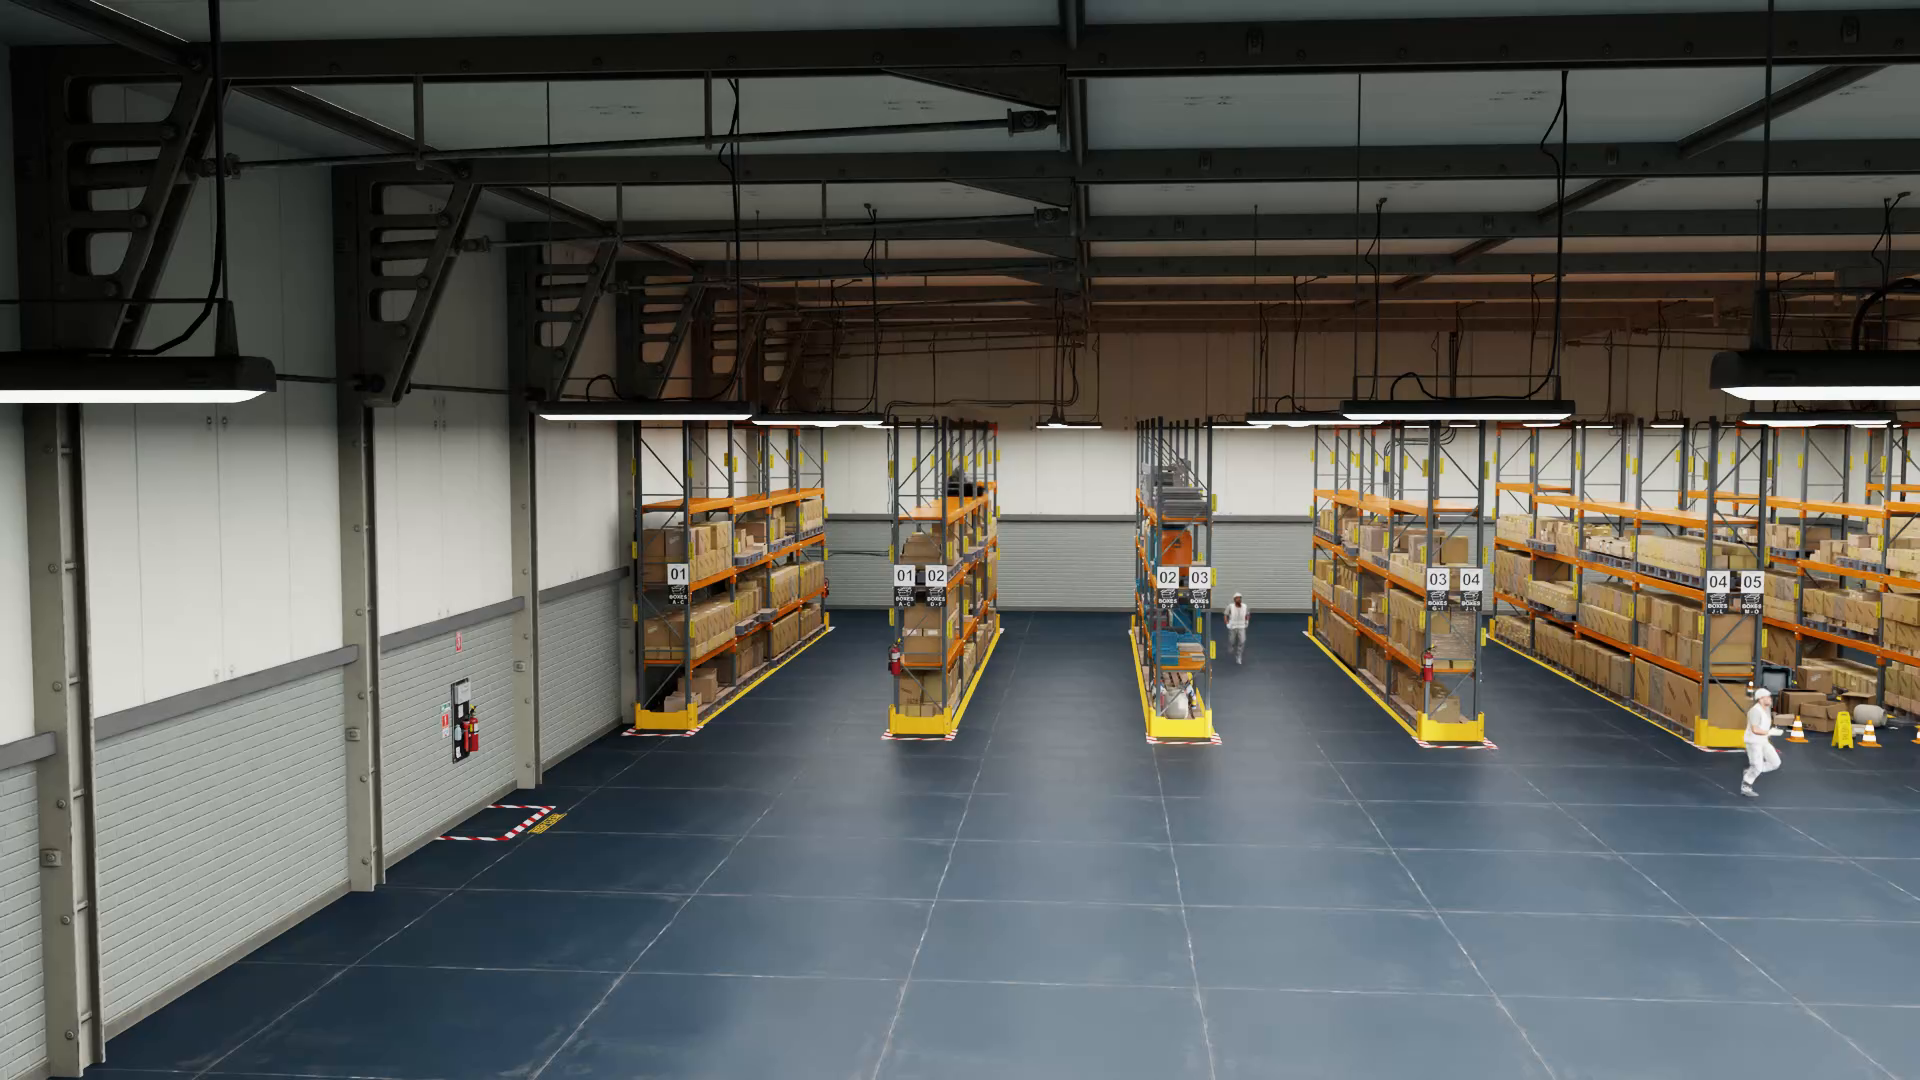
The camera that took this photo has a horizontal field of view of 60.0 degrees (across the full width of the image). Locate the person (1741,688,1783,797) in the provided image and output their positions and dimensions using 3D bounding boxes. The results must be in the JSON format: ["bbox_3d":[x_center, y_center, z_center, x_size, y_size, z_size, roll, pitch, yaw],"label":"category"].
[{"bbox_3d":[12.485,3.160,25.864,0.707,1.728,0.657,-4,5,-43],"label":"person"}]

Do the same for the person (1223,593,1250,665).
[{"bbox_3d":[6.870,2.181,41.222,0.676,1.737,0.865,0,4,1],"label":"person"}]

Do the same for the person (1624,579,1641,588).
[{"bbox_3d":[18.861,1.762,46.998,0.705,1.823,0.632,0,4,1],"label":"person"}]
